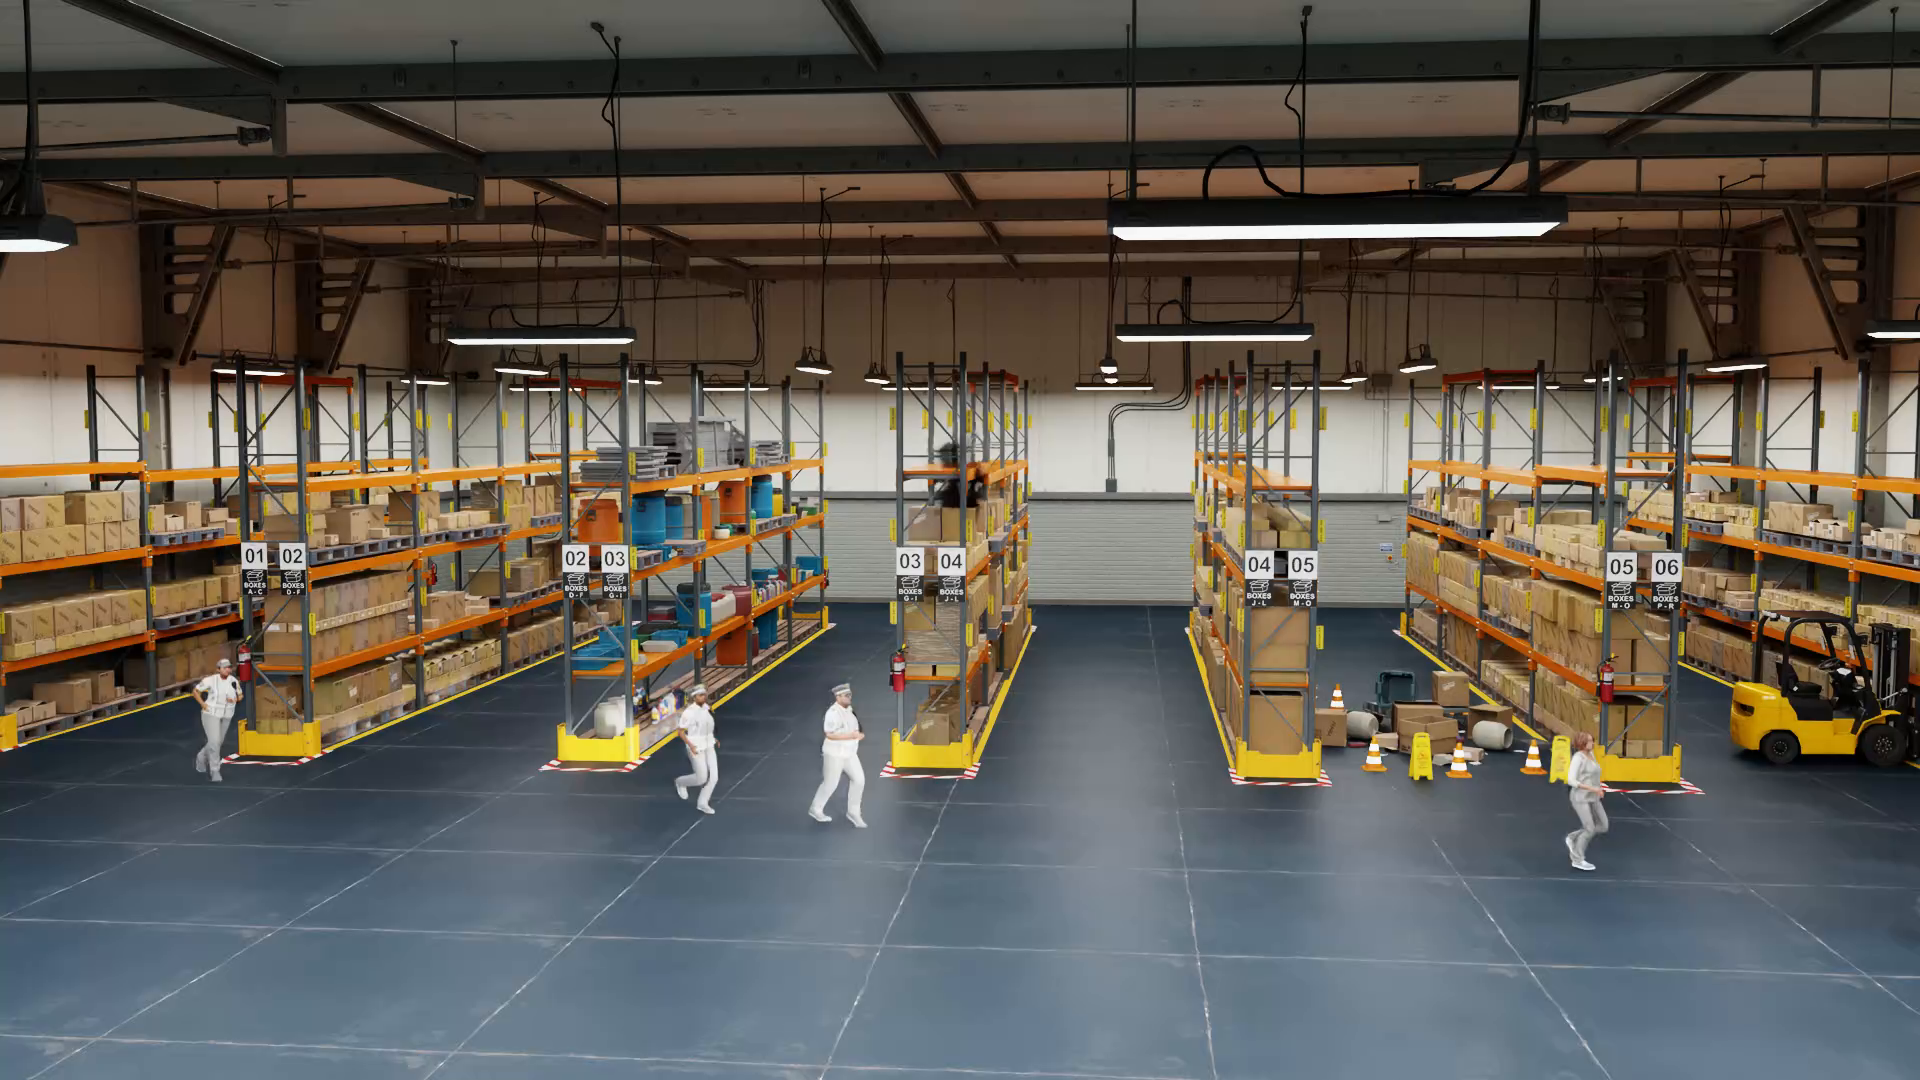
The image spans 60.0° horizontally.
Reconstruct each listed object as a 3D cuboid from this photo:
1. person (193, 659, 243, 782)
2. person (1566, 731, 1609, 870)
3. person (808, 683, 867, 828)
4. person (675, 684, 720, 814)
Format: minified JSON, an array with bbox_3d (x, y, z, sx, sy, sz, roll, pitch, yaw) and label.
[{"bbox_3d":[-10.492,2.529,23.581,0.828,1.680,0.625,3,5,36],"label":"person"},{"bbox_3d":[6.995,2.951,18.555,0.530,1.463,0.552,-3,5,-40],"label":"person"},{"bbox_3d":[-1.482,2.678,20.556,0.849,1.843,0.609,3,5,32],"label":"person"},{"bbox_3d":[-3.378,2.667,21.417,0.593,1.664,0.583,3,5,37],"label":"person"}]
